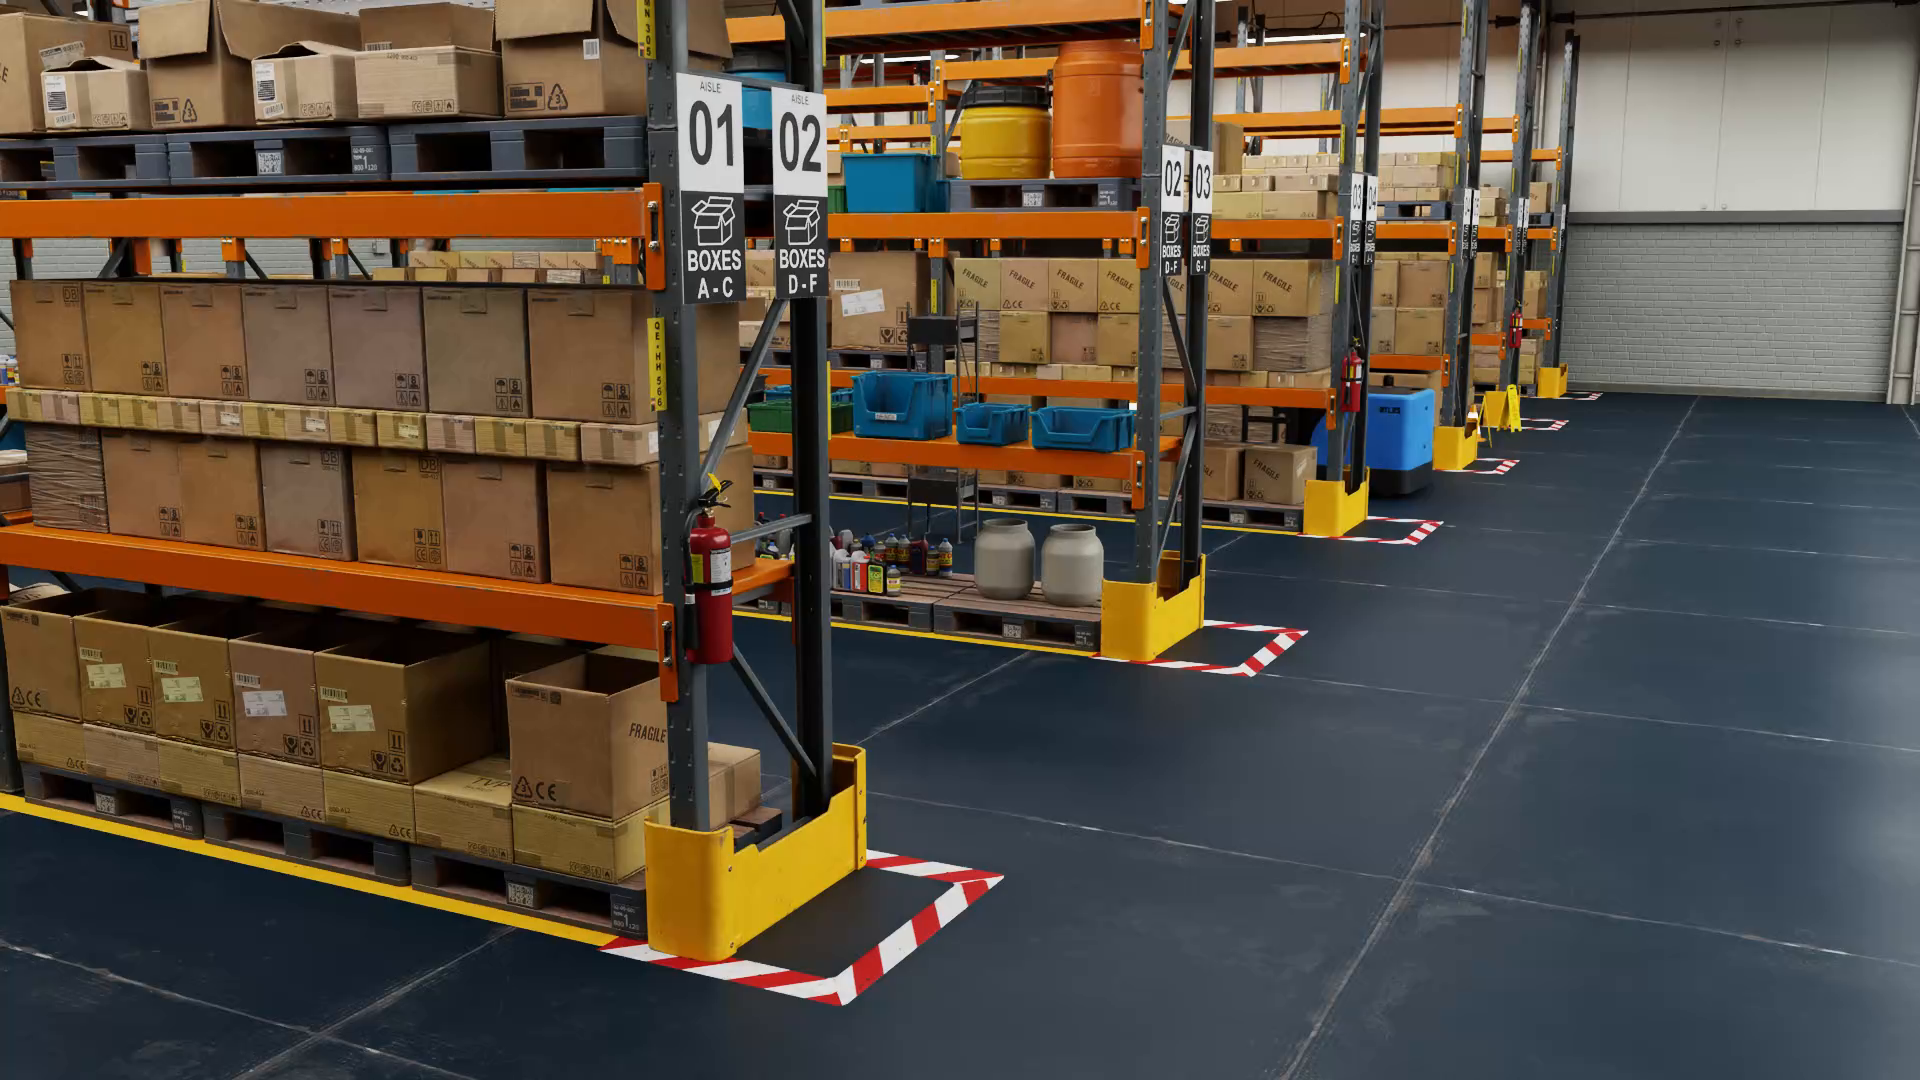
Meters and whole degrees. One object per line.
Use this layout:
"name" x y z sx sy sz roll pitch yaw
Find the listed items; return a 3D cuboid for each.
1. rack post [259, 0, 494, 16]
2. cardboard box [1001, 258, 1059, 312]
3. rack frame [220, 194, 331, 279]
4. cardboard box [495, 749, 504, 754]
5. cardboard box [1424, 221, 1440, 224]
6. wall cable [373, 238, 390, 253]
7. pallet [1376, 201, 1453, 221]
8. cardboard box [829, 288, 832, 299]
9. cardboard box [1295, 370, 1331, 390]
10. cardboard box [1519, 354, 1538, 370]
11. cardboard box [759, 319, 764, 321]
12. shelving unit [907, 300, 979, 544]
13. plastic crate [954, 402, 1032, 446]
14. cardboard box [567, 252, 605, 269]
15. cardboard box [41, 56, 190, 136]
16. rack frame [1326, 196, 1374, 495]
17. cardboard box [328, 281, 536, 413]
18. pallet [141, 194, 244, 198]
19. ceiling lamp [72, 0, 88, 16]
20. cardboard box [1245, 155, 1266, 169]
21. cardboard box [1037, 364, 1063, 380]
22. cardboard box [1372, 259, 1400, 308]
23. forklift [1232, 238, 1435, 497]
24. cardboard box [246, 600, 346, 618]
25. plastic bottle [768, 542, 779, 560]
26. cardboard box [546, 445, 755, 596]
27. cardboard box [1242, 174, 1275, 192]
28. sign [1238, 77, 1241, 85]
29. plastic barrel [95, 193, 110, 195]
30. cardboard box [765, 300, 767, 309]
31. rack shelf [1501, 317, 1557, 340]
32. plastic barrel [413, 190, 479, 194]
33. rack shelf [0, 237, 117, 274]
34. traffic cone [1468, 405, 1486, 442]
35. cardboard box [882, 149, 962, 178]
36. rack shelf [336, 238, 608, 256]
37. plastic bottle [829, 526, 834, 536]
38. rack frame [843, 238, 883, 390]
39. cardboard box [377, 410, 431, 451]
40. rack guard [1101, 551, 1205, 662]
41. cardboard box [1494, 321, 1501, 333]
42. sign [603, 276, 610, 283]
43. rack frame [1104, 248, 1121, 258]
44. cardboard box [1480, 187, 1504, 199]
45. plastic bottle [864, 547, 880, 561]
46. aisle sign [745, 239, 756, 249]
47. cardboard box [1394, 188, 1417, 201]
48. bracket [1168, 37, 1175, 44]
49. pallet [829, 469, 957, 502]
"rack post" -4.009 -4.316 12.803 3.121 1.000 1.013 5 11 26
"cardboard box" 0.727 -2.488 16.183 0.500 0.500 0.500 5 11 26
"rack frame" -5.792 -1.439 14.315 0.127 3.000 1.000 5 11 26
"cardboard box" -2.093 0.972 7.532 0.500 0.250 0.500 5 11 26
"cardboard box" 6.856 -4.590 24.006 0.250 0.149 0.380 5 11 26
"wall cable" -11.457 -5.400 33.255 0.123 1.953 0.585 5 11 26
"pallet" 5.189 -3.874 19.590 1.213 0.211 1.003 5 11 26
"cardboard box" -1.648 -3.458 23.325 0.250 0.149 0.380 5 11 26
"cardboard box" 3.227 -1.466 15.167 0.250 0.149 0.380 5 11 26
"cardboard box" 9.577 -3.064 28.428 0.500 0.250 0.500 5 11 25
"cardboard box" -1.986 -2.283 18.173 0.258 0.266 0.396 5 11 24
"shelving unit" -0.148 -1.046 14.669 0.503 2.100 0.431 5 11 26
"plastic crate" 0.221 -0.780 11.087 0.408 0.251 0.499 5 11 26
"cardboard box" -5.444 -4.011 24.602 0.500 0.500 0.500 5 11 24
"cardboard box" -3.581 -1.917 7.208 0.500 0.311 0.500 4 11 23
"rack frame" 3.574 -1.600 15.203 0.127 3.000 1.000 5 11 26
"cardboard box" -2.200 -0.829 7.018 0.500 0.500 0.700 5 11 26
"pallet" -6.435 -2.898 14.484 1.213 0.211 1.003 5 11 26
"ceiling lamp" -12.060 -9.302 24.521 0.800 3.185 2.000 5 11 26
"cardboard box" 3.590 -4.517 19.904 0.250 0.149 0.380 5 11 26
"cardboard box" 0.936 -1.645 16.157 0.250 0.149 0.380 5 11 26
"cardboard box" 5.009 -3.054 19.780 0.550 0.550 0.875 5 11 26
"forklift" 3.513 -2.051 17.885 3.031 2.935 1.130 6 12 29
"cardboard box" -2.994 0.526 7.893 0.500 0.500 0.500 5 11 26
"plastic bottle" -1.347 0.152 11.946 0.097 0.271 0.097 0 10 0
"cardboard box" -1.226 -0.106 6.668 0.500 0.500 0.700 5 11 26
"cardboard box" 2.711 -3.214 14.998 0.250 0.149 0.380 4 11 23
"sign" 4.131 -6.899 24.565 0.005 0.325 0.100 5 11 26
"plastic barrel" -7.449 -3.305 14.637 0.433 0.535 0.433 0 10 0
"cardboard box" -2.661 -3.271 23.127 0.250 0.149 0.380 5 11 26
"rack shelf" 8.358 -3.779 29.264 4.000 0.370 1.077 5 11 26
"plastic barrel" -3.930 -2.955 12.861 0.708 0.901 0.600 5 11 26
"rack shelf" -6.193 -1.613 8.872 4.000 0.370 1.077 5 11 26
"traffic cone" 6.816 -1.558 22.095 0.334 0.463 0.336 5 11 26
"cardboard box" -0.391 -3.702 16.922 0.637 0.503 0.797 4 11 23
"rack shelf" -5.394 -3.510 19.353 4.000 0.370 1.077 5 11 26
"plastic bottle" -1.038 0.008 12.520 0.185 0.351 0.144 5 11 25
"rack frame" -1.315 -3.015 23.019 0.127 3.000 1.000 5 11 26
"cardboard box" -2.165 -0.468 6.843 0.250 0.149 0.380 5 12 28
"rack guard" 1.293 0.422 11.046 0.348 0.500 1.175 5 11 26
"cardboard box" 7.746 -3.119 24.301 0.250 0.149 0.380 5 11 26
"sign" -3.843 -2.711 18.091 0.005 0.325 0.100 5 11 26
"rack frame" 2.977 -4.606 31.813 0.127 3.000 1.000 5 11 26
"cardboard box" 7.525 -4.907 23.519 0.250 0.149 0.380 5 11 26
"plastic bottle" -0.626 0.195 11.675 0.133 0.283 0.061 5 11 26
"aisle sign" -4.388 -6.474 34.835 0.004 0.787 0.394 5 11 26
"cardboard box" 5.185 -3.985 19.201 0.250 0.149 0.380 5 11 26
"bracket" 4.016 -9.347 31.053 0.430 0.232 0.235 5 11 26
"pallet" -0.712 -0.604 17.530 1.213 0.211 1.003 5 11 26
